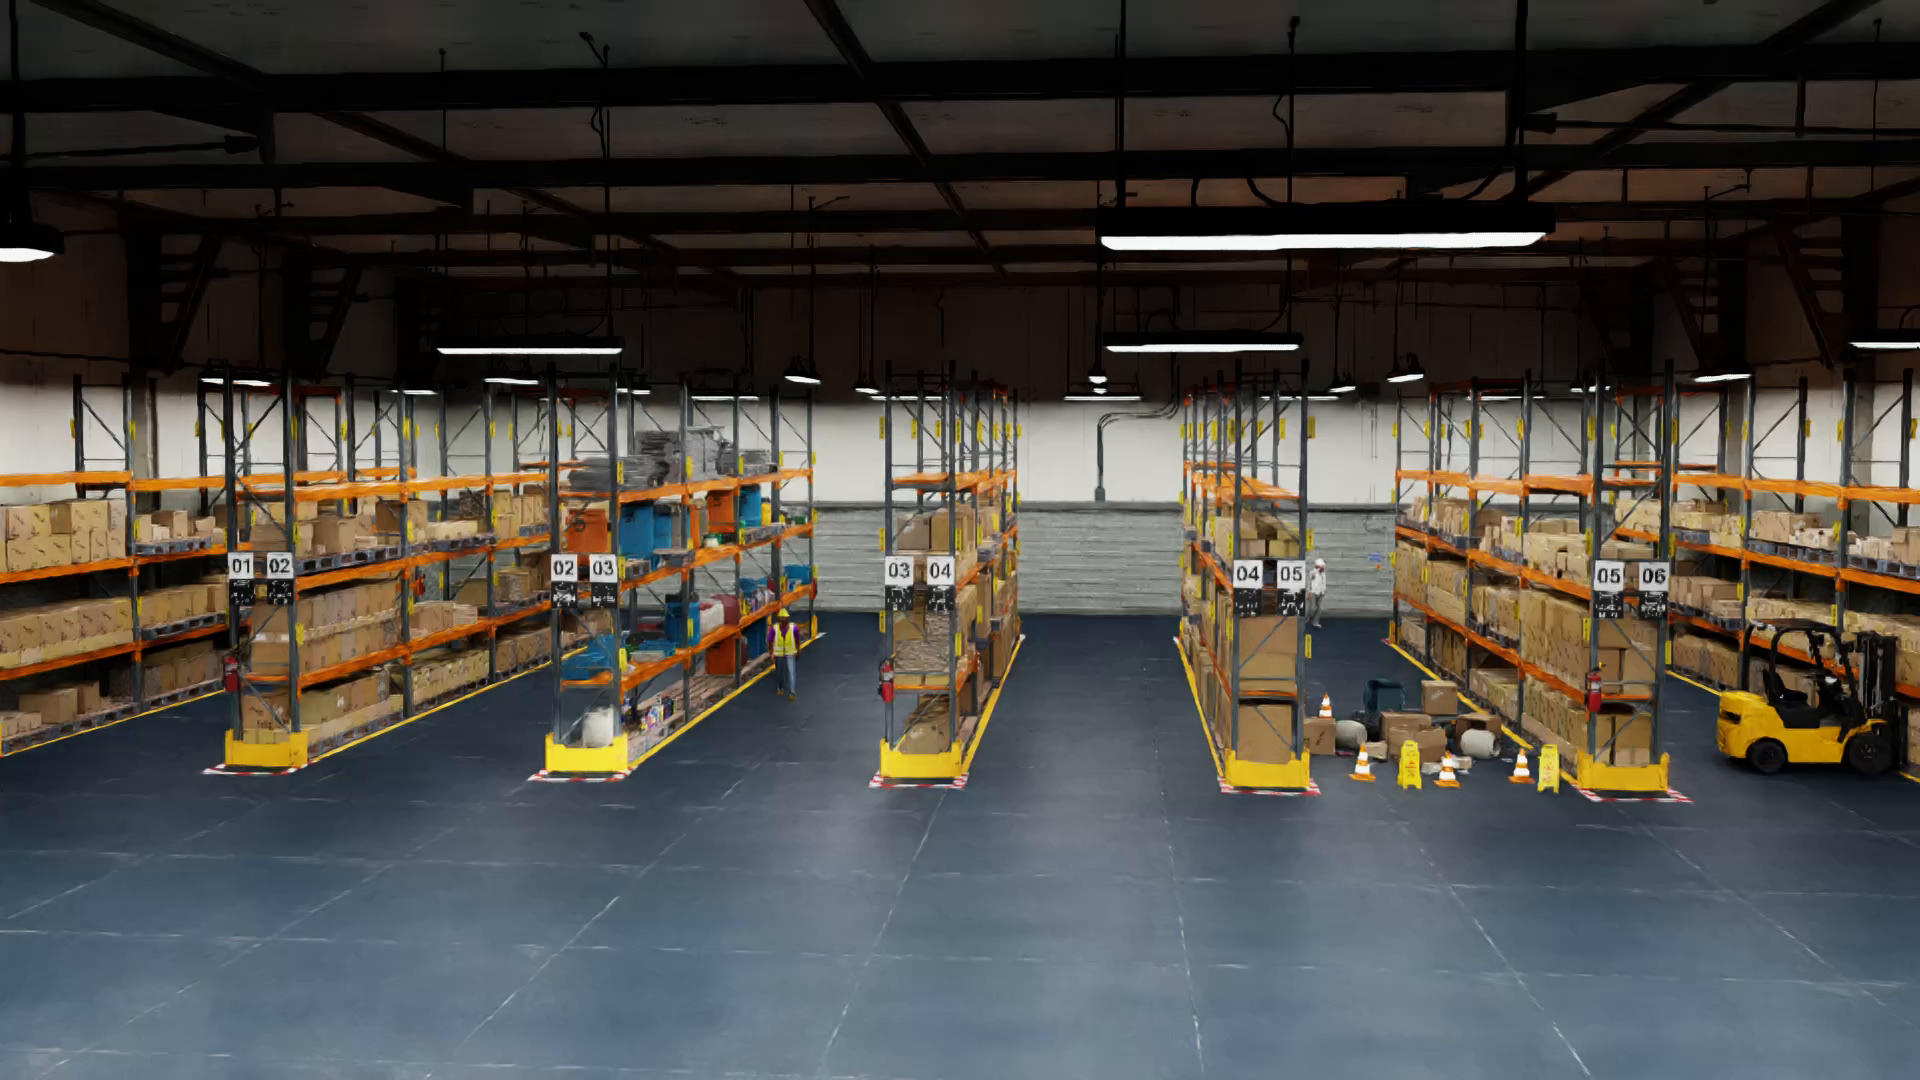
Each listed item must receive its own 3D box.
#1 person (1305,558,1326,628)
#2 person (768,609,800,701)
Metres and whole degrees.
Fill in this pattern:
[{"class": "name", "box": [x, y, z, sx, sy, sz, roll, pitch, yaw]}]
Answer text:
[{"class": "person", "box": [9.035, 1.340, 42.373, 0.585, 1.762, 0.571, -2, 4, -30]}, {"class": "person", "box": [-3.267, 2.113, 30.899, 0.598, 1.690, 1.094, 0, 4, -4]}]
